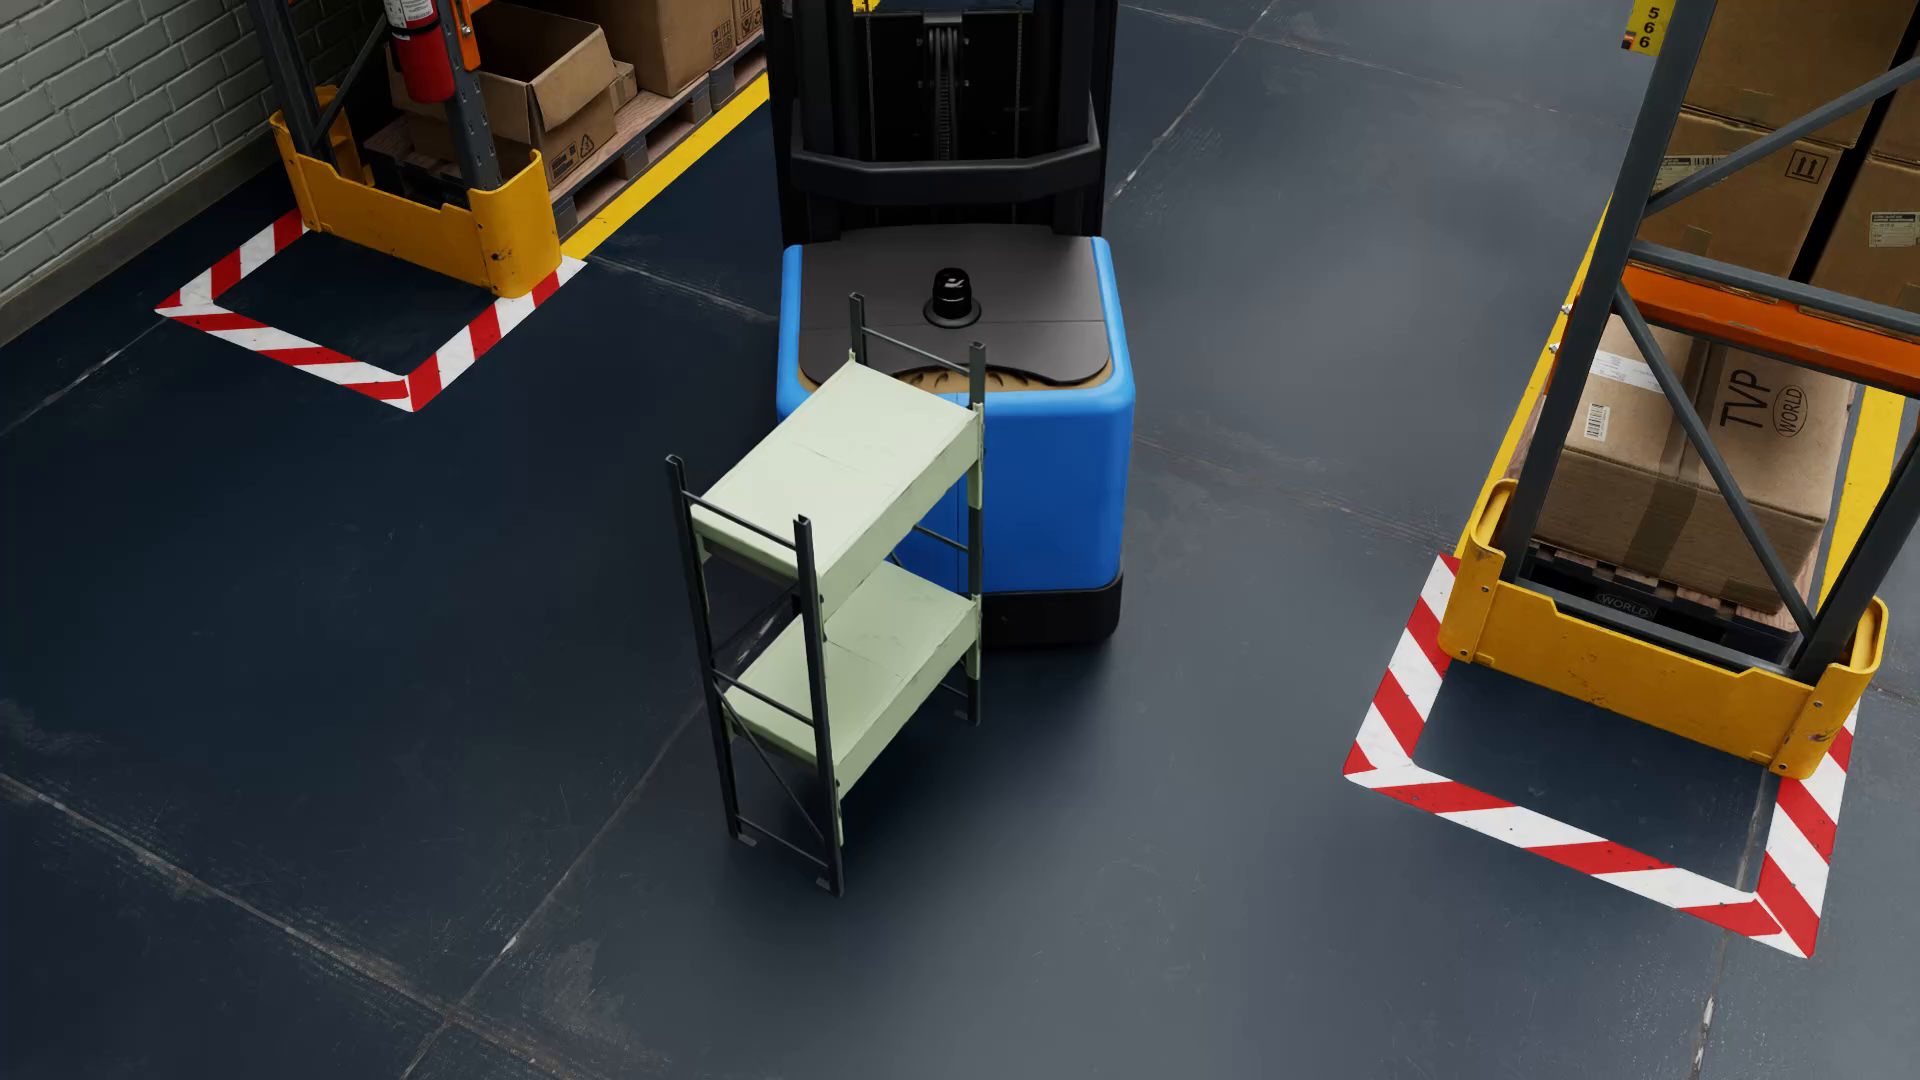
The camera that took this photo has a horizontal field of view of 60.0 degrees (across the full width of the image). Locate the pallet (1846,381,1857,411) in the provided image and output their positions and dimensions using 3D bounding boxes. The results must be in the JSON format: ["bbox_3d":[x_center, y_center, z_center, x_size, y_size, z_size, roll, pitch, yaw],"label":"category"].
[{"bbox_3d":[3.010,-0.943,6.533,1.003,0.211,1.213,20,49,19],"label":"pallet"}]

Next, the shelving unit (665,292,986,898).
[{"bbox_3d":[-0.307,0.192,4.506,0.431,1.500,0.755,24,50,22],"label":"shelving unit"}]

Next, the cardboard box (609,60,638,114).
[{"bbox_3d":[-1.658,-2.019,7.345,0.380,0.149,0.250,19,48,18],"label":"cardboard box"}]

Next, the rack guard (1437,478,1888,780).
[{"bbox_3d":[2.130,0.266,5.136,1.175,0.500,0.348,20,49,19],"label":"rack guard"}]

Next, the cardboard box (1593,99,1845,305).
[{"bbox_3d":[2.130,-1.054,4.613,0.500,0.500,0.500,21,49,19],"label":"cardboard box"}]

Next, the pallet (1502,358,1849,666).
[{"bbox_3d":[2.443,-0.177,5.777,1.003,0.211,1.213,20,49,19],"label":"pallet"}]

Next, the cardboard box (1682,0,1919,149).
[{"bbox_3d":[2.154,-1.397,4.248,0.500,0.500,0.500,22,49,20],"label":"cardboard box"}]

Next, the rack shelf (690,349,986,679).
[{"bbox_3d":[-0.307,-0.082,4.228,0.431,0.370,0.720,24,50,22],"label":"rack shelf"}]

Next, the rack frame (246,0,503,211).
[{"bbox_3d":[-2.257,-2.264,5.879,1.000,3.000,0.127,20,49,19],"label":"rack frame"}]

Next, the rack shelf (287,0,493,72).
[{"bbox_3d":[-1.329,-3.271,7.380,1.077,0.370,4.000,20,49,19],"label":"rack shelf"}]

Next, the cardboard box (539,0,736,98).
[{"bbox_3d":[-1.458,-2.413,7.488,0.700,0.500,0.500,22,49,21],"label":"cardboard box"}]

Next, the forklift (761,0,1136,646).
[{"bbox_3d":[-0.074,-1.714,5.384,1.130,2.935,3.031,-2,45,-2],"label":"forklift"}]

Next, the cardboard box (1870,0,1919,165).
[{"bbox_3d":[2.616,-1.223,4.076,0.500,0.500,0.500,19,48,18],"label":"cardboard box"}]

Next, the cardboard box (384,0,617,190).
[{"bbox_3d":[-1.889,-1.888,6.967,0.797,0.503,0.637,19,48,18],"label":"cardboard box"}]

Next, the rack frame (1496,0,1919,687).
[{"bbox_3d":[2.141,-0.628,4.261,1.000,3.000,0.127,20,49,19],"label":"rack frame"}]

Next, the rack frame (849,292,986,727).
[{"bbox_3d":[-0.110,-0.027,4.723,0.400,1.500,0.023,24,50,22],"label":"rack frame"}]

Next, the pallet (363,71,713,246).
[{"bbox_3d":[-1.853,-1.834,7.415,1.003,0.211,1.213,20,49,19],"label":"pallet"}]

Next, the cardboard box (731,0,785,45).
[{"bbox_3d":[-1.124,-2.713,7.784,0.500,0.500,0.500,21,49,20],"label":"cardboard box"}]

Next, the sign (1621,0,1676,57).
[{"bbox_3d":[1.667,-1.306,3.951,0.100,0.325,0.005,20,49,19],"label":"sign"}]

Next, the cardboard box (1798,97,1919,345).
[{"bbox_3d":[2.618,-0.871,4.431,0.500,0.500,0.500,20,49,19],"label":"cardboard box"}]

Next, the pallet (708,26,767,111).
[{"bbox_3d":[-1.285,-2.600,8.171,1.003,0.211,1.213,20,49,19],"label":"pallet"}]

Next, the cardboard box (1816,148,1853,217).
[{"bbox_3d":[2.828,-1.198,4.755,0.500,0.500,0.500,20,49,19],"label":"cardboard box"}]

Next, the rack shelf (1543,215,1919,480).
[{"bbox_3d":[3.069,-1.635,5.763,1.077,0.370,4.000,20,49,19],"label":"rack shelf"}]

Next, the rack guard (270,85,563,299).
[{"bbox_3d":[-2.222,-1.433,6.815,1.175,0.500,0.348,20,49,19],"label":"rack guard"}]

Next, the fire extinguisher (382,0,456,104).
[{"bbox_3d":[-1.916,-1.861,5.797,0.296,0.674,0.183,20,49,19],"label":"fire extinguisher"}]

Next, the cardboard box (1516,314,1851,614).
[{"bbox_3d":[2.359,-0.324,5.467,0.875,0.438,0.875,19,48,18],"label":"cardboard box"}]

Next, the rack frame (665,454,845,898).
[{"bbox_3d":[-0.505,0.411,4.289,0.400,1.500,0.023,24,50,22],"label":"rack frame"}]

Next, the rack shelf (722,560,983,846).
[{"bbox_3d":[-0.307,0.421,4.738,0.431,0.370,0.720,24,50,22],"label":"rack shelf"}]
